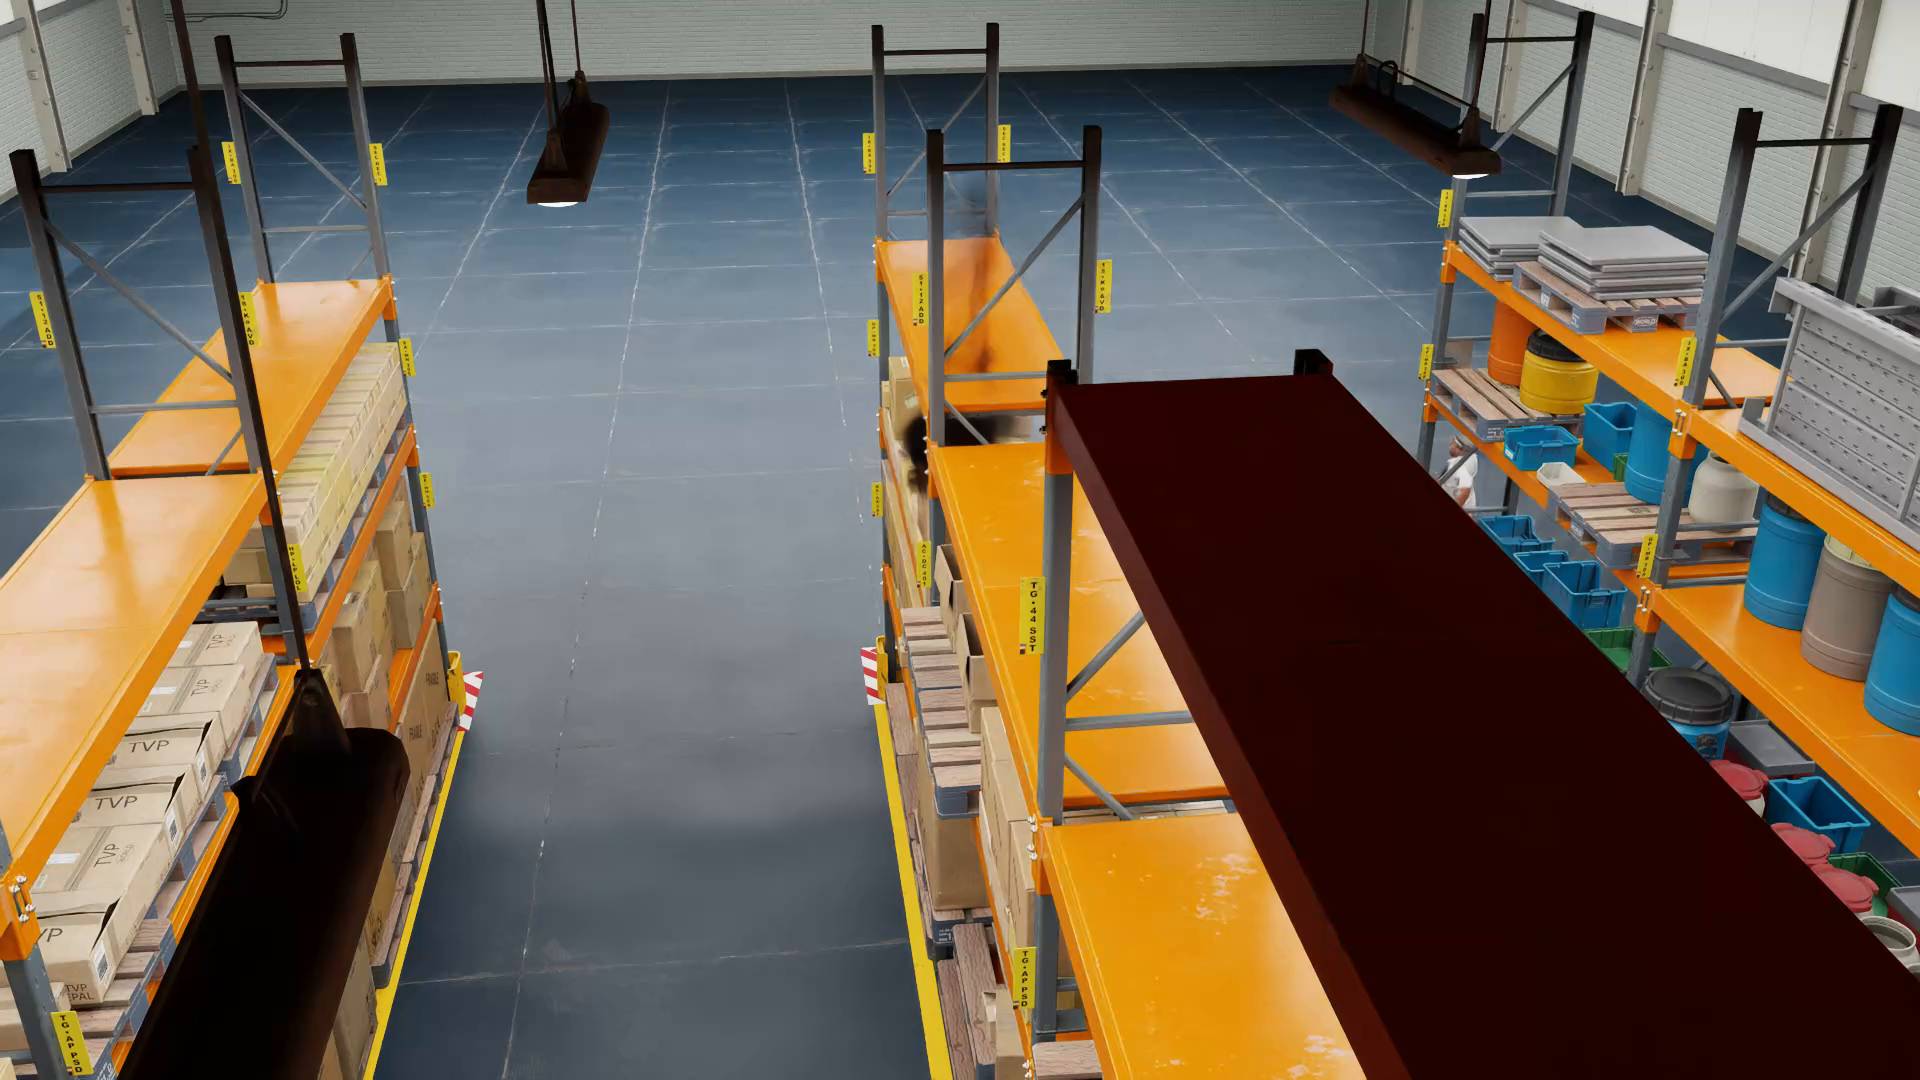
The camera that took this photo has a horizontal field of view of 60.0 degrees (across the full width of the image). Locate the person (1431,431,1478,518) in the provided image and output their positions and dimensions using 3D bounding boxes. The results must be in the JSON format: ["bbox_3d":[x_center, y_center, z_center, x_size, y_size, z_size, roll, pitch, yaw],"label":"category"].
[{"bbox_3d":[5.046,-0.300,17.100,0.642,1.802,0.674,17,31,32],"label":"person"}]
